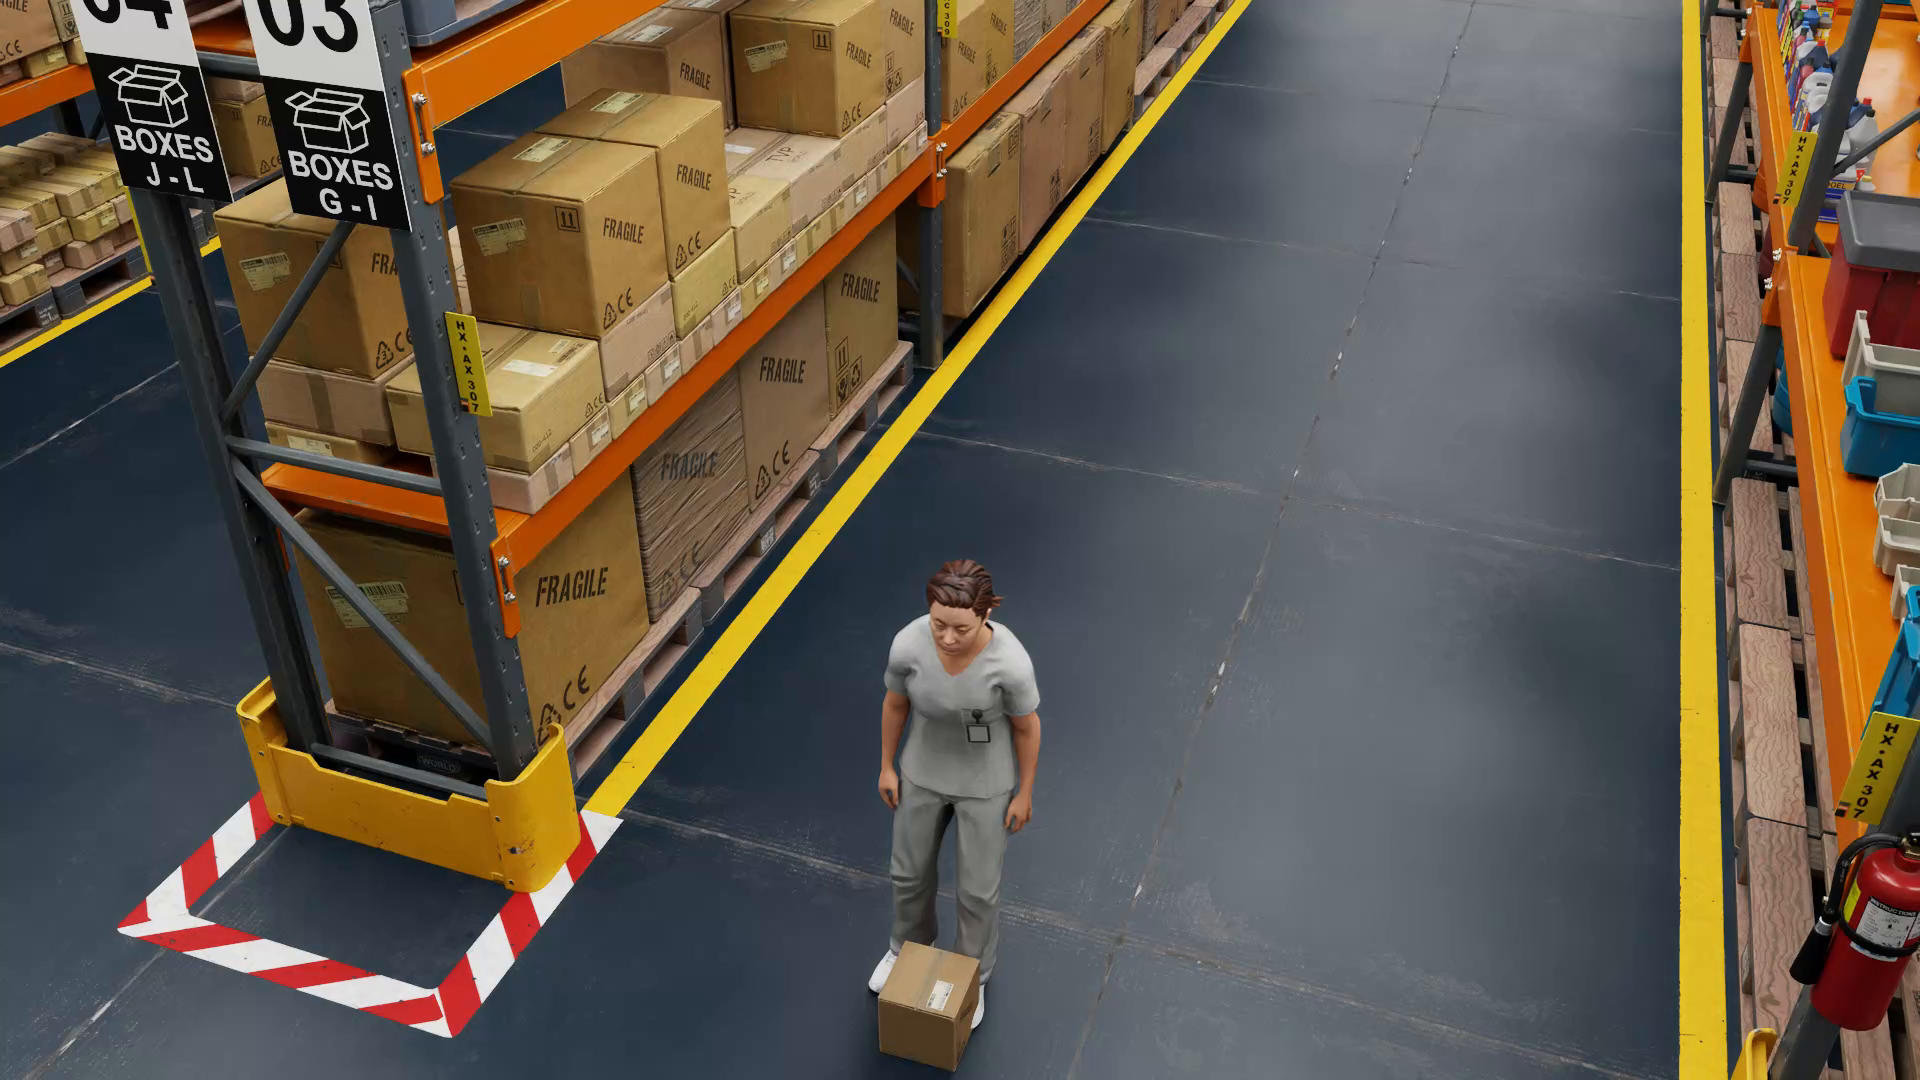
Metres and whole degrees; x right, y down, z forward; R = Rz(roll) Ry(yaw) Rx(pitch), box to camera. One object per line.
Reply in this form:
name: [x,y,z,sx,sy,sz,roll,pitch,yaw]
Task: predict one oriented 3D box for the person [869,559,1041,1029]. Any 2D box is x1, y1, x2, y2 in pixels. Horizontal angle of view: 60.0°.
person: [-0.026,0.751,5.003,0.507,1.671,0.416,9,34,14]
